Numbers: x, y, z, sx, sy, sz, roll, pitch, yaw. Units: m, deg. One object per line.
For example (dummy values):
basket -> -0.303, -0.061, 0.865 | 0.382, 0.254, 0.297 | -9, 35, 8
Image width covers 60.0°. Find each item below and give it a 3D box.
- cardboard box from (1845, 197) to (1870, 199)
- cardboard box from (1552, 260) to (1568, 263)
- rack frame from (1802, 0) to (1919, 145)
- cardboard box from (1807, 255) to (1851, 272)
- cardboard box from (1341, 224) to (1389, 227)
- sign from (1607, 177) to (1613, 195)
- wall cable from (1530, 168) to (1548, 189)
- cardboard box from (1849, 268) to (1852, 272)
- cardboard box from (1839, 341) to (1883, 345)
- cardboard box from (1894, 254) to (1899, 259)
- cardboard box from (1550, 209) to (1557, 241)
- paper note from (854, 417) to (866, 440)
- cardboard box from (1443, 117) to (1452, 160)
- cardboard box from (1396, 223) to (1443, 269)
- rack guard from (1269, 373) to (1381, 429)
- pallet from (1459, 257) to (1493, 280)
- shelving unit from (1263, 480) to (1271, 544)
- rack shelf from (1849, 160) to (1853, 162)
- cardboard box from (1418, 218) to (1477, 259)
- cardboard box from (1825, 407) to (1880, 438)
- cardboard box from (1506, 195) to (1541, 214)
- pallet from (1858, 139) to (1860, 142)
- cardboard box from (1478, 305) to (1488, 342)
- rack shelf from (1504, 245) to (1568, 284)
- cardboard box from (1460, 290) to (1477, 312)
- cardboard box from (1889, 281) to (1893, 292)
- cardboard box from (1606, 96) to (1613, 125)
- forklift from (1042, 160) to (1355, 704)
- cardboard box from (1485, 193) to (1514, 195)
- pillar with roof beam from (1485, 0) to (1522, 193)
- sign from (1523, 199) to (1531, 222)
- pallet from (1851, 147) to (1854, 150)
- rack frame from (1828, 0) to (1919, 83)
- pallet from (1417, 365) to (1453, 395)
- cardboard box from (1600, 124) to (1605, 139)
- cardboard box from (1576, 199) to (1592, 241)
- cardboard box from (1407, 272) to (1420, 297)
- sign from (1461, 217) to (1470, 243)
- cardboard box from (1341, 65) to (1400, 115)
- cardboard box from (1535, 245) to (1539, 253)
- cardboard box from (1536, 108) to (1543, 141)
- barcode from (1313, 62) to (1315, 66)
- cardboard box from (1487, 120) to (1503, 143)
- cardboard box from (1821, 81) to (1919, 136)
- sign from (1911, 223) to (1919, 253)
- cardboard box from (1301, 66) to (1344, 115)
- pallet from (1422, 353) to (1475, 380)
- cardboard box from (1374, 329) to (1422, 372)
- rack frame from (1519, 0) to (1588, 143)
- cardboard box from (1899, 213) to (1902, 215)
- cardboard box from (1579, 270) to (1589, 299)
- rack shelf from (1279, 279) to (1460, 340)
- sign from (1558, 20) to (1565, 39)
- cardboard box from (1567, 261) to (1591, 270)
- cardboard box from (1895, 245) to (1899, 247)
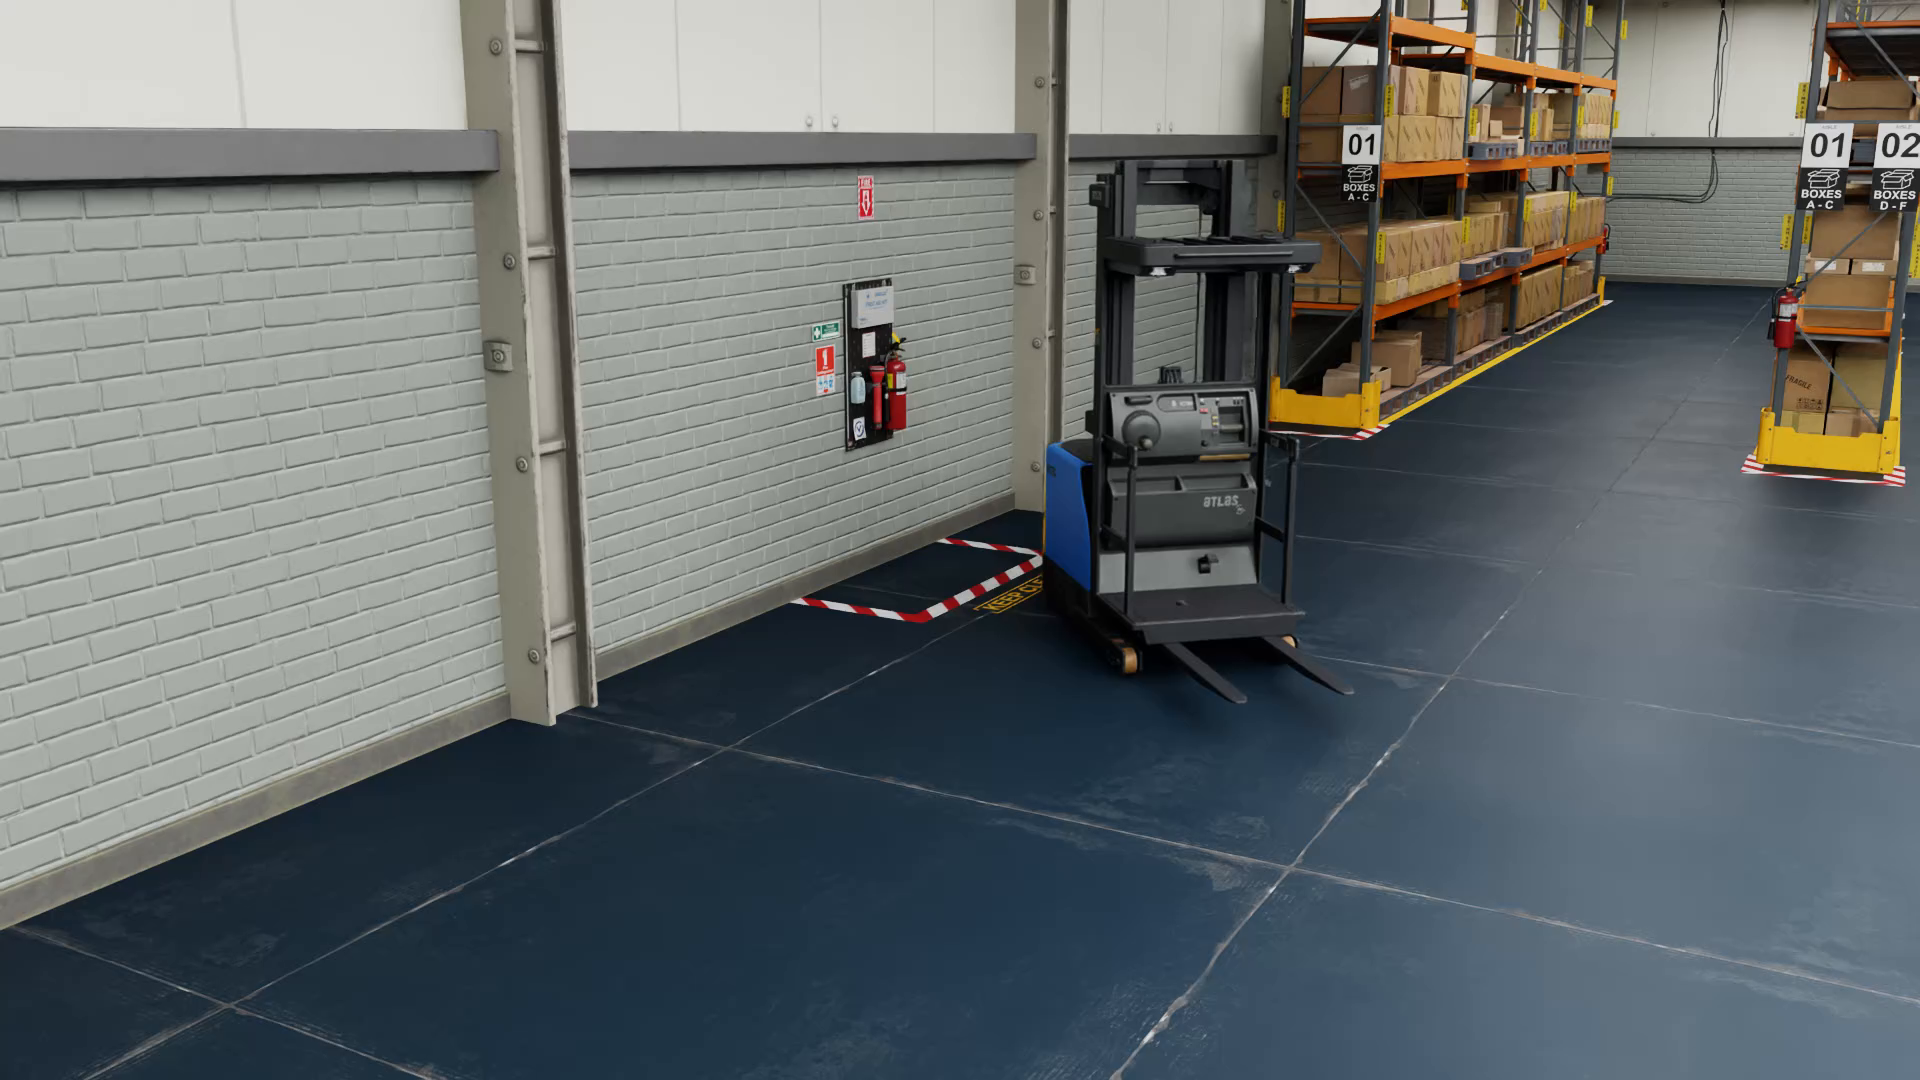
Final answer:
cardboard box -> 9.561, -3.381, 17.676 | 0.700, 0.500, 0.500 | 7, 15, 28
cardboard box -> 11.109, -5.116, 30.908 | 0.380, 0.149, 0.250 | 7, 15, 28
rack frame -> 8.322, -5.096, 14.970 | 1.000, 3.000, 0.127 | 7, 15, 28
cardboard box -> 8.465, -2.697, 16.223 | 0.380, 0.149, 0.250 | 8, 16, 29
cardboard box -> 4.767, -3.474, 19.721 | 0.500, 0.500, 0.500 | 8, 16, 29
sign -> 12.187, -6.636, 31.184 | 0.100, 0.325, 0.005 | 7, 15, 28
wall cable -> 11.510, -6.886, 33.029 | 0.084, 1.984, 1.851 | 7, 15, 28
cardboard box -> 8.809, -2.431, 16.502 | 0.700, 0.500, 0.500 | 8, 16, 29
cardboard box -> 9.733, -1.908, 17.918 | 0.500, 0.500, 0.500 | 7, 15, 28
cardboard box -> 9.071, -2.756, 16.469 | 0.380, 0.149, 0.250 | 7, 15, 27
cardboard box -> 9.294, -5.074, 26.788 | 0.500, 0.500, 0.500 | 7, 15, 28
paper note -> -0.709, -0.791, 11.794 | 0.016, 0.148, 0.142 | 7, 15, 28
cardboard box -> 5.634, -4.843, 20.066 | 0.500, 0.500, 0.500 | 6, 15, 23
cardboard box -> 5.471, -3.525, 19.931 | 0.500, 0.500, 0.500 | 7, 15, 26
rack guard -> 4.021, -1.540, 18.356 | 1.175, 0.500, 0.348 | 7, 15, 28
pallet -> 6.414, -3.608, 22.007 | 1.003, 0.211, 1.213 | 7, 15, 28
shelving unit -> 1.502, -0.183, 12.468 | 1.500, 0.587, 1.083 | 7, 15, 15
rack shelf -> 11.223, -4.519, 20.512 | 1.077, 0.370, 4.000 | 7, 15, 28
cardboard box -> 6.470, -4.037, 22.228 | 0.700, 0.500, 0.500 | 9, 16, 34
cardboard box -> 8.776, -1.132, 16.298 | 0.500, 0.250, 0.500 | 7, 15, 28
cardboard box -> 8.556, -5.123, 25.392 | 0.500, 0.250, 0.500 | 7, 15, 27
pallet -> 9.866, -4.237, 17.998 | 1.003, 0.211, 1.213 | 7, 15, 28
cardboard box -> 7.198, -3.134, 24.026 | 0.700, 0.500, 0.500 | 7, 15, 28
rack shelf -> 8.818, -4.442, 26.592 | 1.077, 0.370, 4.000 | 7, 15, 28
cardboard box -> 6.974, -3.375, 23.427 | 0.500, 0.250, 0.500 | 7, 15, 28
cardboard box -> 10.863, -3.036, 19.765 | 0.380, 0.149, 0.250 | 7, 15, 28
cardboard box -> 11.604, -7.844, 30.380 | 0.500, 0.500, 0.500 | 7, 15, 28
forklift -> 1.401, -0.730, 9.809 | 1.130, 2.935, 3.031 | -3, 14, -13
cardboard box -> 8.594, -5.386, 26.485 | 0.500, 0.250, 0.500 | 7, 15, 27
pillar with roof beam -> 13.135, -7.872, 26.486 | 9.100, 9.000, 0.400 | 7, 15, 28
sign -> 8.331, -4.846, 24.433 | 0.100, 0.325, 0.005 | 7, 15, 28
pallet -> 10.671, -4.548, 19.505 | 0.805, 0.209, 1.217 | 7, 15, 26
rack frame -> 10.256, -5.916, 18.374 | 1.000, 3.000, 0.127 | 7, 15, 28
pallet -> 5.624, -2.063, 21.141 | 1.003, 0.211, 1.213 | 7, 15, 28
cardboard box -> 11.346, -7.373, 30.028 | 0.500, 0.250, 0.500 | 7, 15, 26
cardboard box -> 10.762, -5.757, 29.871 | 0.980, 0.700, 0.700 | 7, 15, 25
cardboard box -> 4.988, -2.953, 19.159 | 0.500, 0.250, 0.500 | 7, 15, 27
sign -> 6.396, -3.921, 21.052 | 0.100, 0.325, 0.005 | 7, 15, 28
cardboard box -> 4.383, -4.794, 17.729 | 0.500, 0.500, 0.500 | 6, 15, 24
cardboard box -> 8.945, -4.626, 26.315 | 0.380, 0.149, 0.250 | 7, 15, 28
cardboard box -> 8.753, -6.537, 26.198 | 0.700, 0.500, 0.500 | 7, 15, 28
barcode -> 3.890, -5.227, 18.286 | 0.001, 0.075, 0.075 | 7, 15, 28
cardboard box -> 7.144, -5.644, 23.380 | 0.797, 0.503, 0.637 | 10, 17, 36
cardboard box -> 8.604, -4.077, 15.731 | 0.797, 0.503, 0.637 | 9, 16, 32
sign -> 10.742, -3.397, 18.707 | 0.100, 0.325, 0.005 | 7, 15, 28
cardboard box -> 3.964, -4.861, 18.005 | 0.500, 0.500, 0.500 | 8, 16, 31
pallet -> 6.293, -2.365, 22.392 | 1.003, 0.211, 1.213 | 7, 15, 28
cardboard box -> 5.451, -2.342, 20.741 | 0.500, 0.500, 0.500 | 6, 15, 24
rack frame -> 9.785, -8.118, 27.507 | 1.000, 3.000, 0.127 | 7, 15, 28
cardboard box -> 13.323, -4.525, 24.292 | 0.700, 0.500, 0.500 | 3, 14, 14
cardboard box -> 11.226, -4.754, 30.789 | 0.700, 0.500, 0.500 | 7, 15, 28
rack shelf -> 4.951, -2.800, 19.784 | 1.077, 0.370, 4.000 | 7, 15, 28
sign -> 11.236, -9.534, 31.049 | 0.100, 0.325, 0.005 | 7, 15, 28
cardboard box -> 11.442, -5.072, 30.726 | 0.380, 0.149, 0.250 | 8, 16, 30
cardboard box -> 9.818, -3.075, 17.792 | 0.380, 0.149, 0.250 | 7, 15, 28
